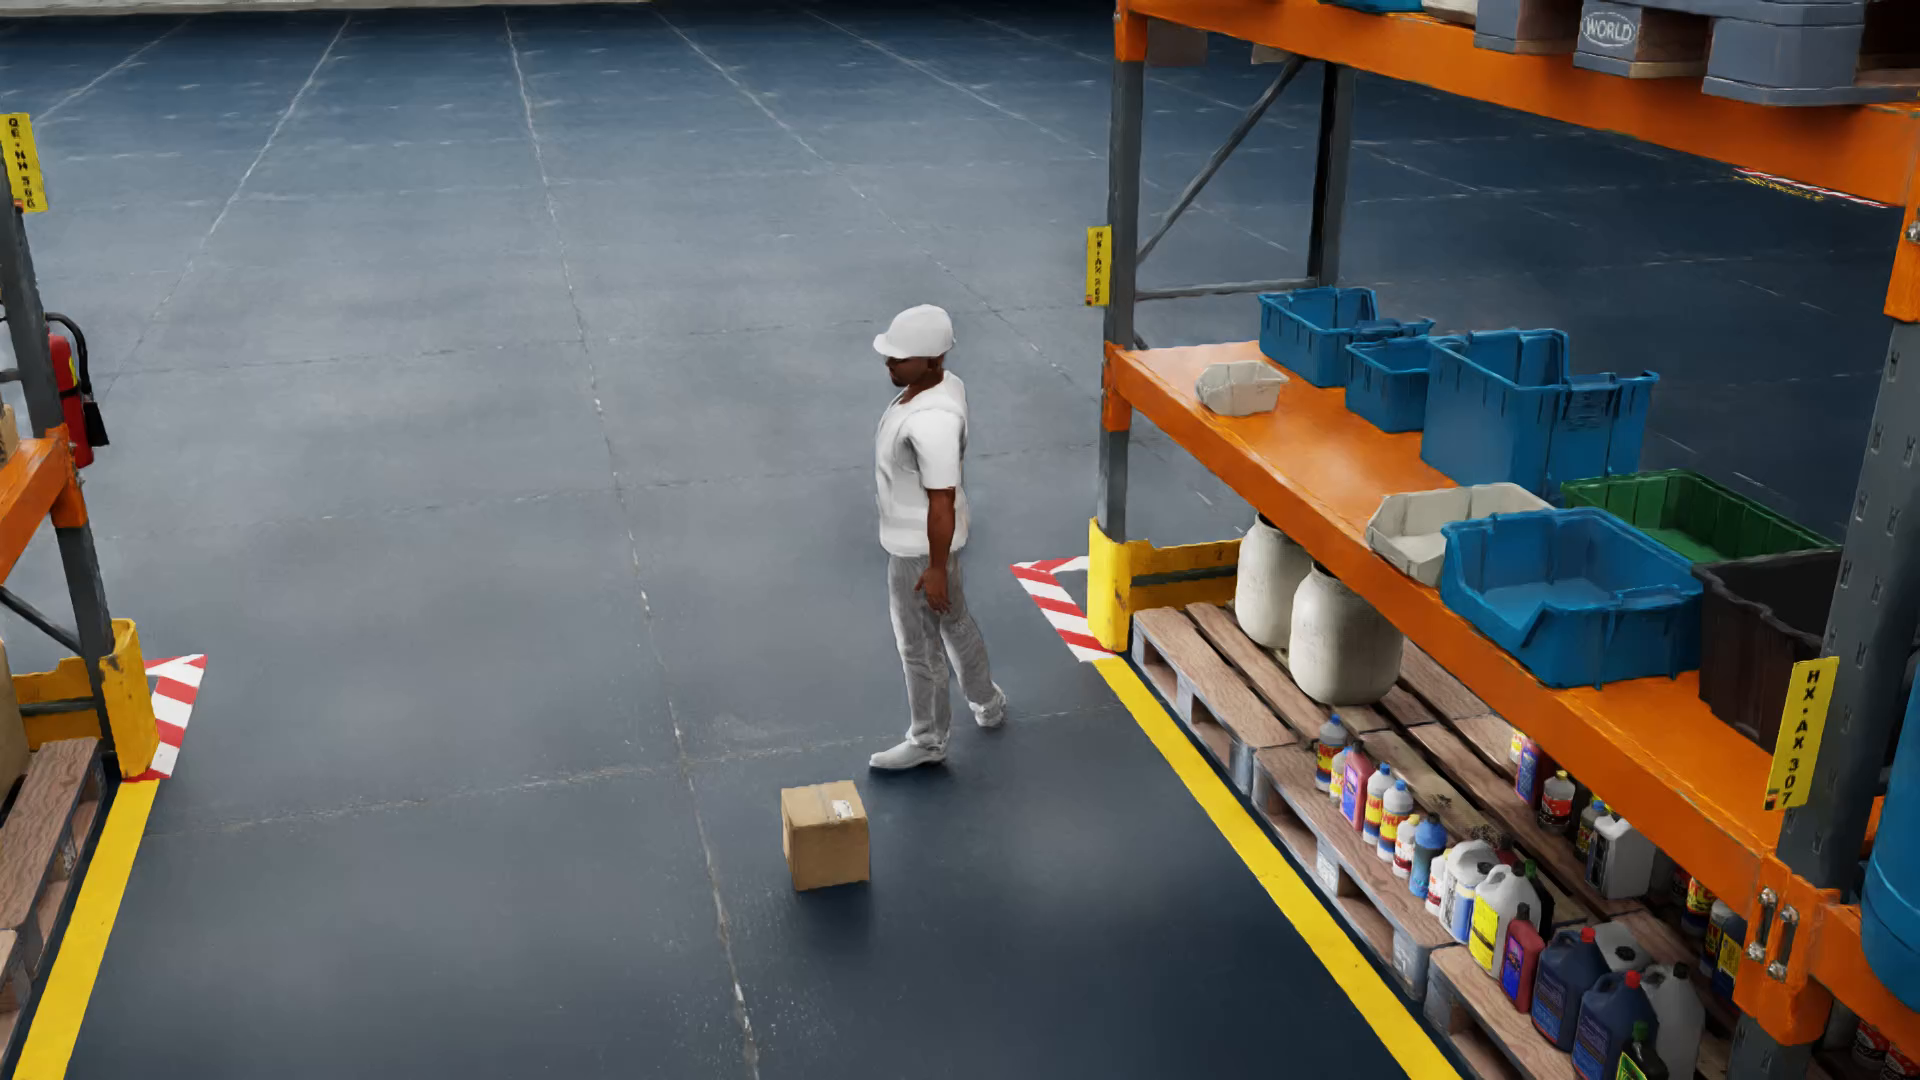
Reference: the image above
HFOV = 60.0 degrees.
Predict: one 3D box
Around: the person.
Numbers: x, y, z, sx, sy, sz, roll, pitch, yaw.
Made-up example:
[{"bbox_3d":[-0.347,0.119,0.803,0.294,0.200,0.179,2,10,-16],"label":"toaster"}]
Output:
[{"bbox_3d":[-0.075,-0.035,6.154,0.474,1.772,0.706,3,23,6],"label":"person"}]
